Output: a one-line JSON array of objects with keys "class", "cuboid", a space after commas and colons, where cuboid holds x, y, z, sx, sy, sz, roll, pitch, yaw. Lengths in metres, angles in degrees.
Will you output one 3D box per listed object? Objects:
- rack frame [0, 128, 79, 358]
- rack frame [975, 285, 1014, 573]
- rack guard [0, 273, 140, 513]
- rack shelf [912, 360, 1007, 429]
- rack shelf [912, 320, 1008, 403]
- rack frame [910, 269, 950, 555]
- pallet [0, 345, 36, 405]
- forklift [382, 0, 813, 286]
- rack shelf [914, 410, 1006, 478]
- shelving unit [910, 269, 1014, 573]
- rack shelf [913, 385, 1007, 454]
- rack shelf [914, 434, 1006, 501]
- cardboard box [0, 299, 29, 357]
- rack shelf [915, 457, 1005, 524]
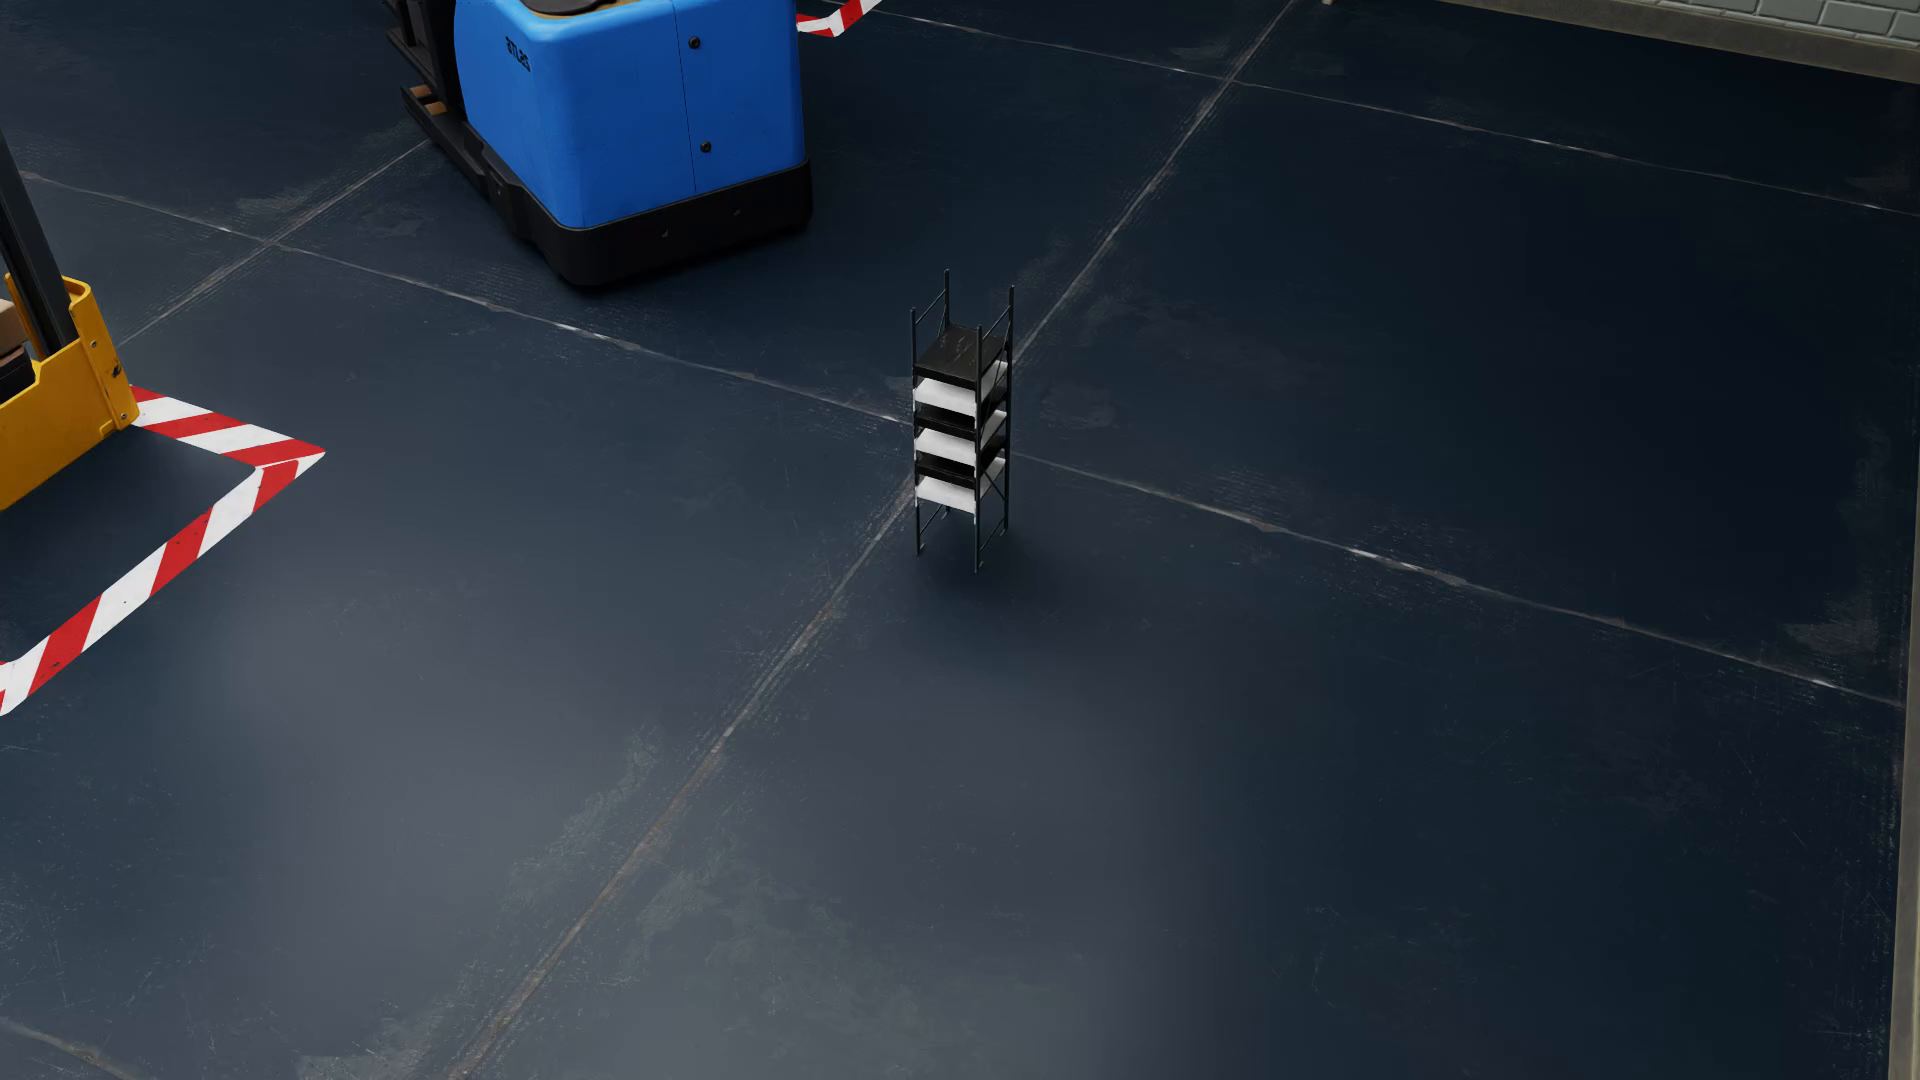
[{"class": "rack frame", "cuboid": [-3.148, -1.261, 4.414, 0.127, 3.000, 1.000, 17, 44, 19]}, {"class": "rack frame", "cuboid": [0.099, -0.310, 4.920, 0.006, 0.900, 0.240, 17, 44, 19]}, {"class": "rack guard", "cuboid": [-3.217, -0.337, 5.257, 0.348, 0.500, 1.175, 17, 44, 19]}, {"class": "rack shelf", "cuboid": [0.007, -0.449, 4.857, 0.200, 0.077, 0.258, 17, 44, 19]}, {"class": "rack shelf", "cuboid": [0.007, -0.517, 4.798, 0.200, 0.077, 0.258, 17, 44, 19]}, {"class": "rack frame", "cuboid": [-0.085, -0.366, 4.985, 0.006, 0.900, 0.240, 17, 44, 19]}, {"class": "pallet", "cuboid": [-3.940, -0.448, 5.606, 1.213, 0.211, 1.003, 17, 44, 19]}, {"class": "forklift", "cuboid": [-1.807, -2.998, 6.471, 1.130, 2.935, 3.031, -23, 46, -24]}, {"class": "rack shelf", "cuboid": [0.007, -0.313, 4.974, 0.200, 0.077, 0.258, 17, 44, 19]}, {"class": "shelving unit", "cuboid": [0.007, -0.338, 4.953, 0.210, 0.900, 0.258, 17, 44, 19]}, {"class": "rack shelf", "cuboid": [0.007, -0.381, 4.916, 0.200, 0.077, 0.258, 17, 44, 19]}, {"class": "rack shelf", "cuboid": [0.007, -0.245, 5.033, 0.200, 0.077, 0.258, 17, 44, 19]}, {"class": "cardboard box", "cuboid": [-3.383, -0.670, 5.573, 0.250, 0.149, 0.380, 17, 44, 19]}, {"class": "rack shelf", "cuboid": [0.007, -0.177, 5.092, 0.200, 0.077, 0.258, 17, 44, 19]}]
